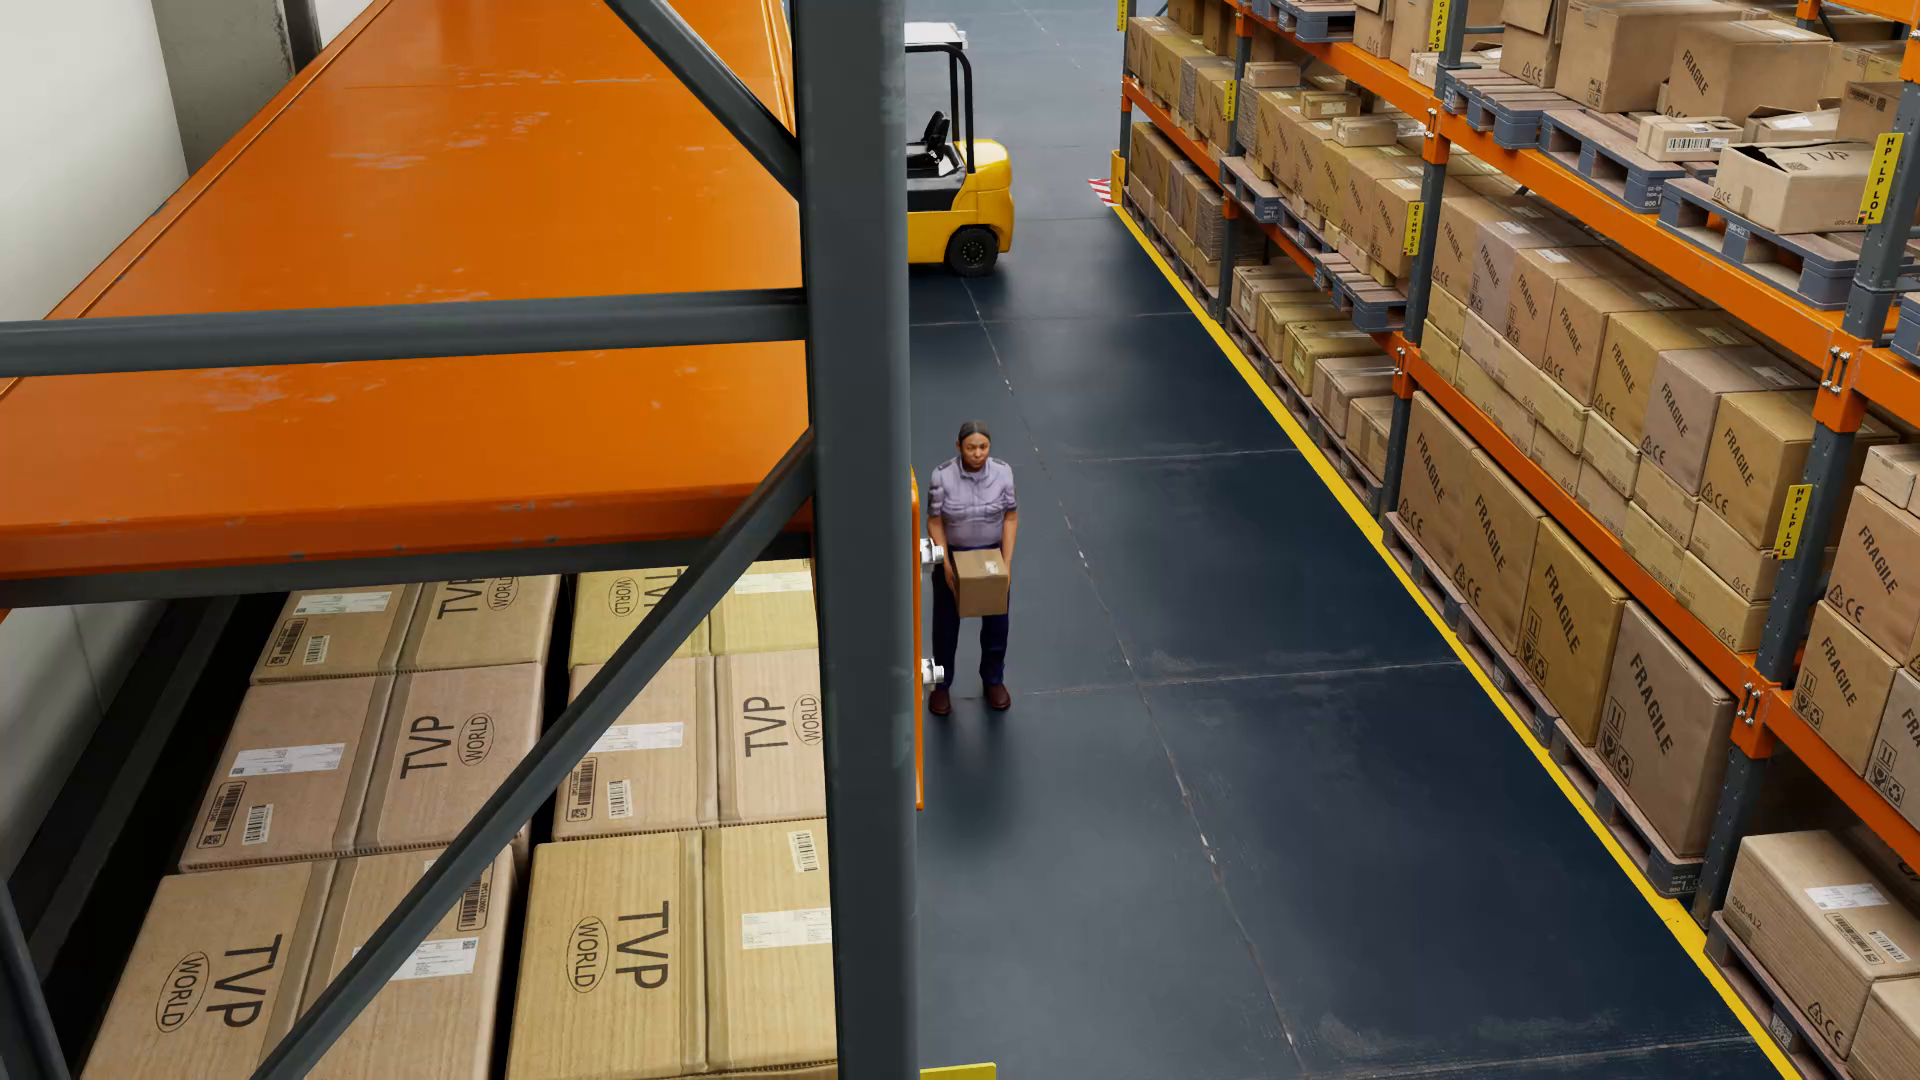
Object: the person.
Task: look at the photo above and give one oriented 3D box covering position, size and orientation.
[{"bbox_3d":[0.066,0.139,8.843,0.552,1.639,0.367,-4,28,-8],"label":"person"}]
